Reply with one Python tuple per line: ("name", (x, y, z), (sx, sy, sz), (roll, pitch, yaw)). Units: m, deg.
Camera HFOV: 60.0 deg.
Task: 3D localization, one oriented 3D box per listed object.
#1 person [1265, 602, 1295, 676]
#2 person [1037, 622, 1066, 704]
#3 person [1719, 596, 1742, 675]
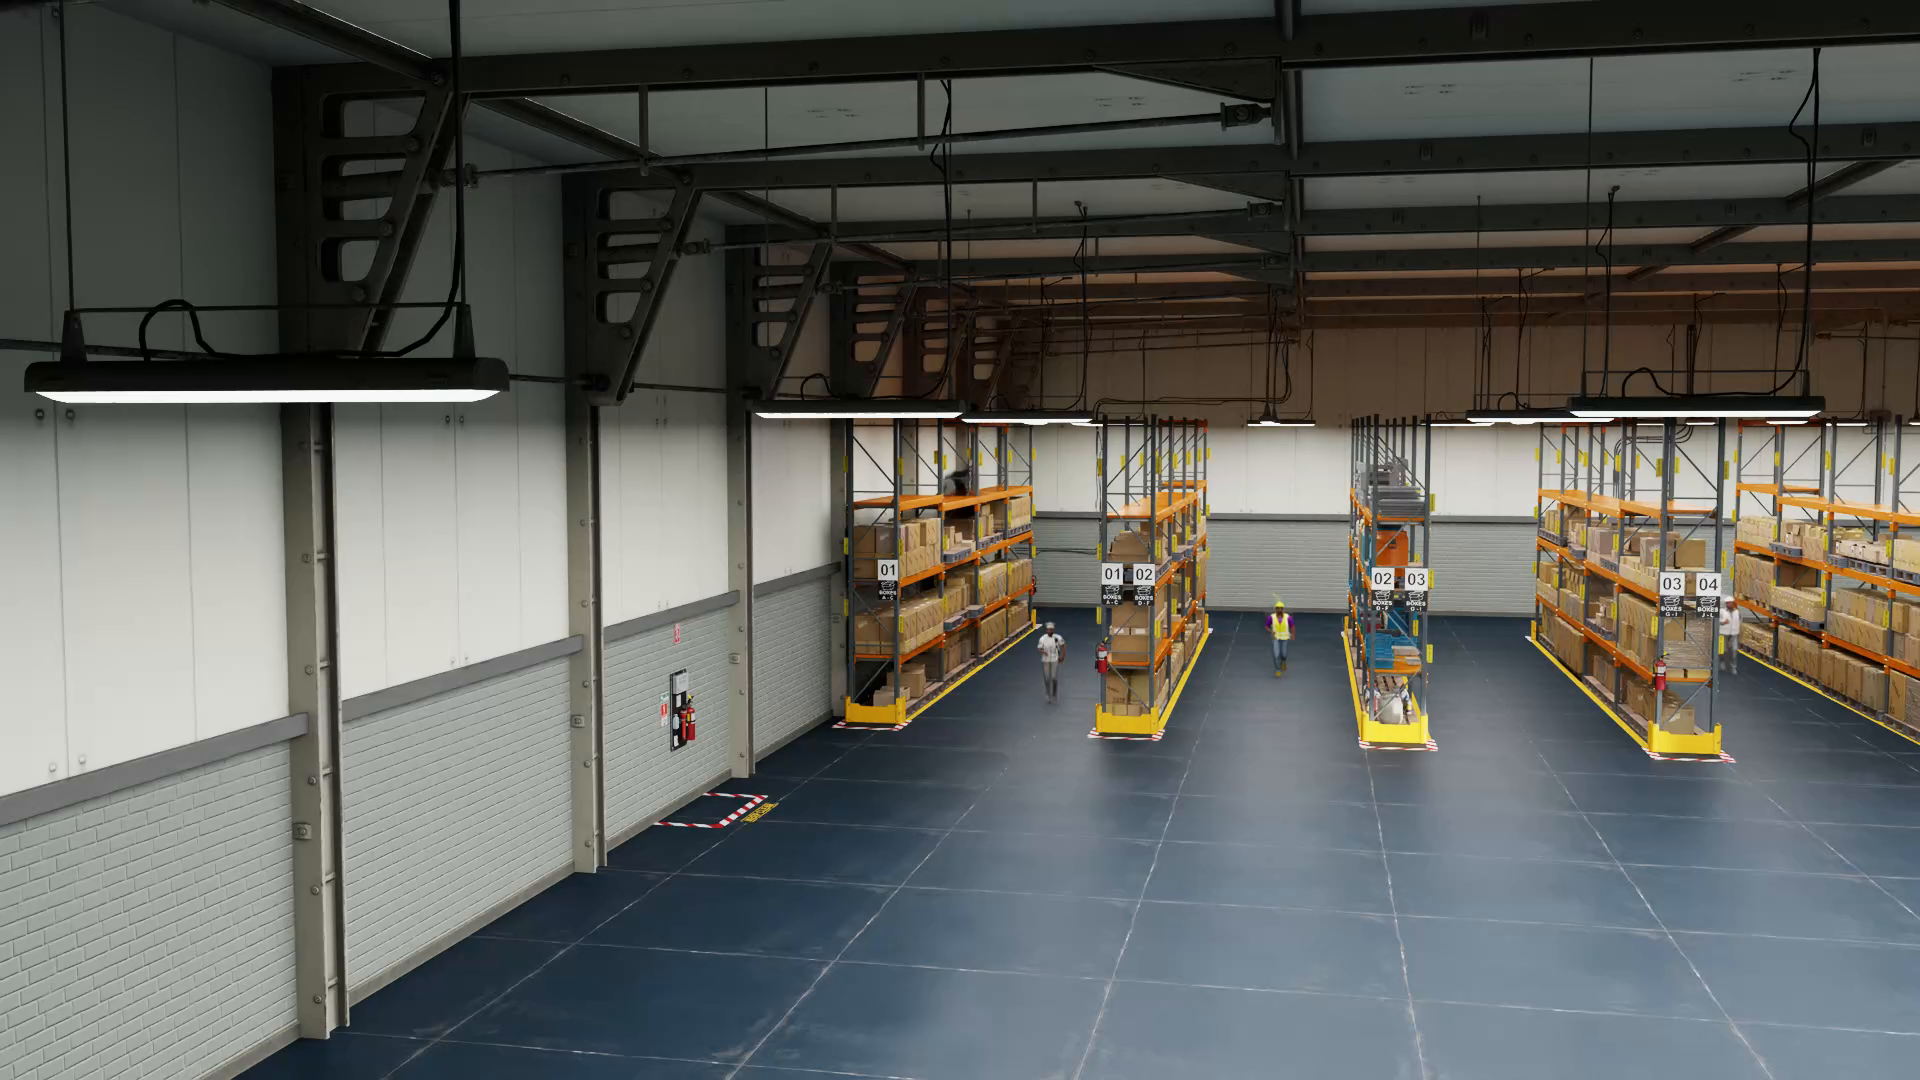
("person", (7.410, 2.301, 38.512), (0.700, 1.723, 0.582), (1, 4, 9))
("person", (1.907, 2.579, 34.761), (0.584, 1.750, 0.718), (1, 4, 8))
("person", (18.027, 2.216, 38.977), (0.651, 1.789, 0.881), (1, 4, 14))
